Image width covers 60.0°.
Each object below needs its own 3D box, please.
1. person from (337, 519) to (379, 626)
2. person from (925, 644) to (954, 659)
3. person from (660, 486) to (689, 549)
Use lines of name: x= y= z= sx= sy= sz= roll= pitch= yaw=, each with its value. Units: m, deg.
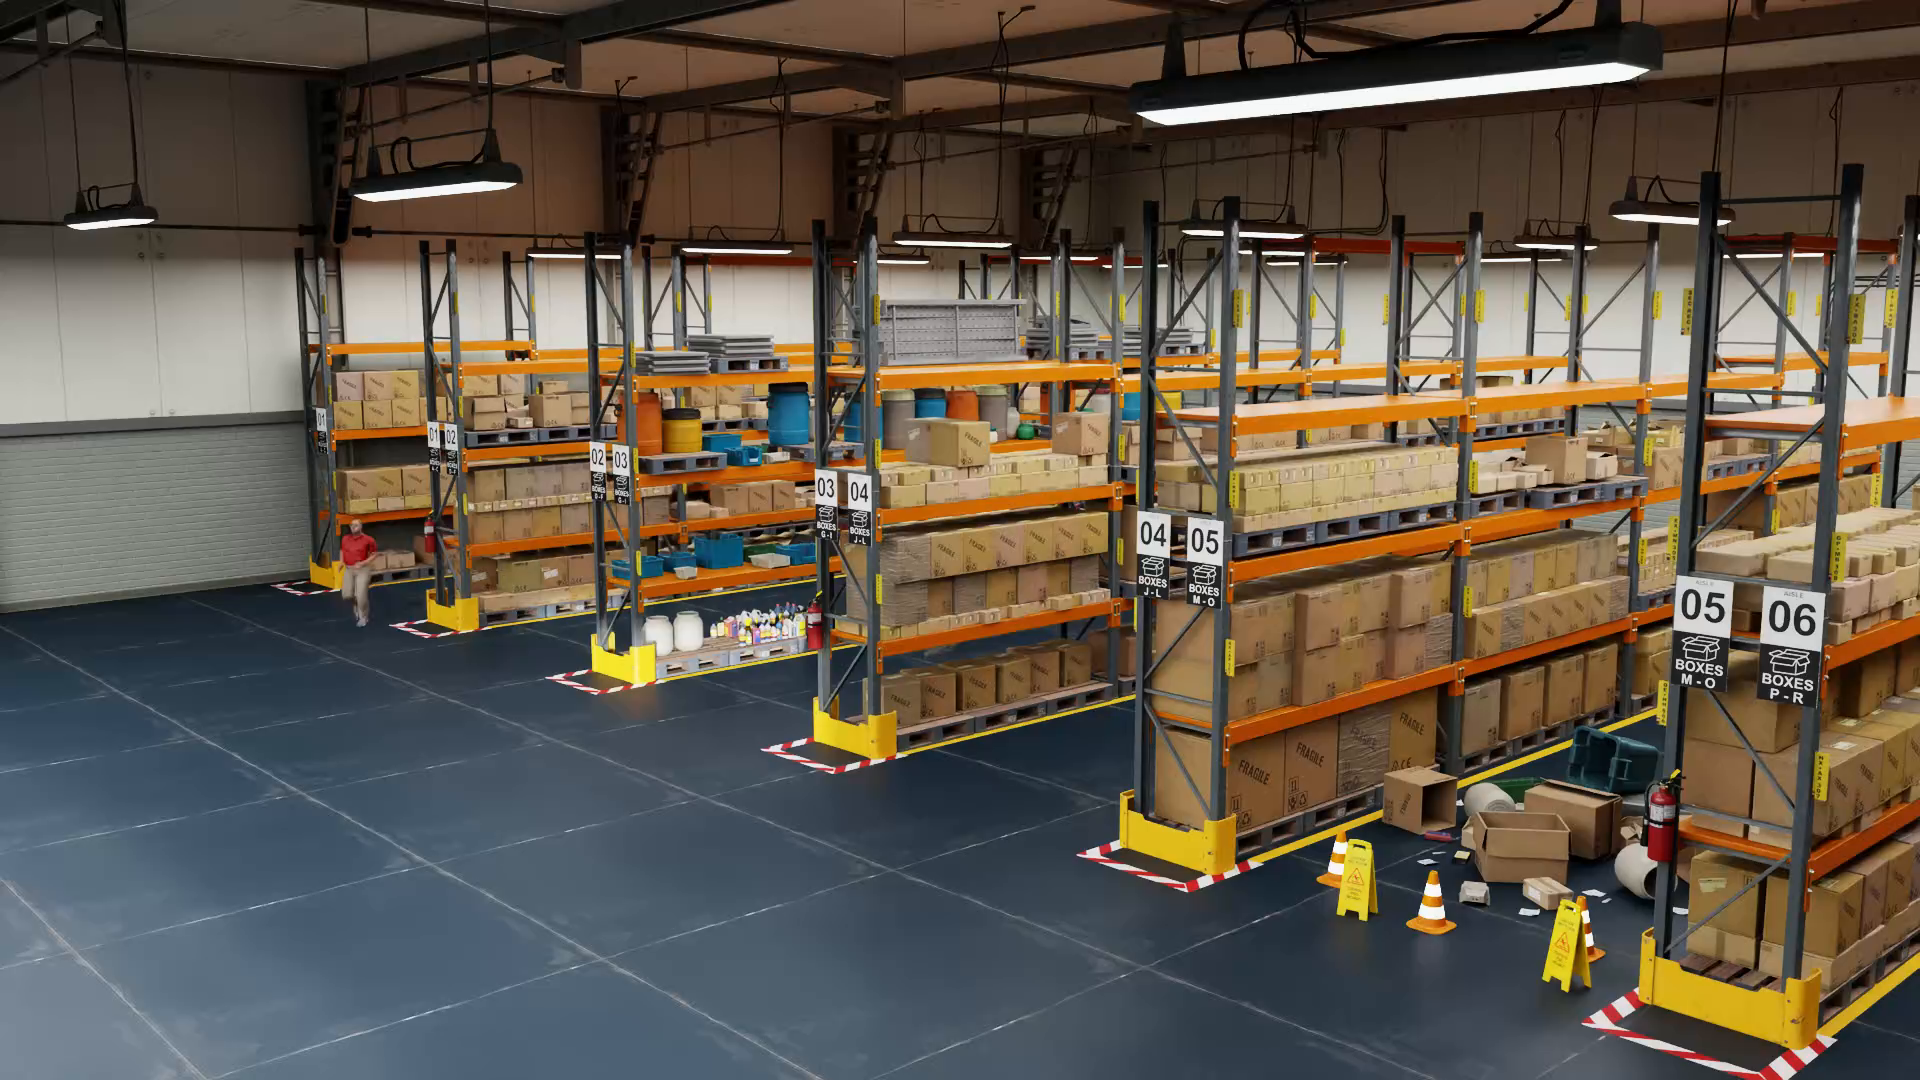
person: x=-9.491 y=0.512 z=26.184 sx=0.667 sy=1.691 sz=0.593 roll=1 pitch=8 yaw=4
person: x=-0.431 y=0.800 z=22.439 sx=0.953 sy=1.642 sz=0.693 roll=-7 pitch=11 yaw=-41
person: x=-5.595 y=-0.351 z=31.765 sx=0.716 sy=1.690 sz=1.023 roll=4 pitch=9 yaw=27
